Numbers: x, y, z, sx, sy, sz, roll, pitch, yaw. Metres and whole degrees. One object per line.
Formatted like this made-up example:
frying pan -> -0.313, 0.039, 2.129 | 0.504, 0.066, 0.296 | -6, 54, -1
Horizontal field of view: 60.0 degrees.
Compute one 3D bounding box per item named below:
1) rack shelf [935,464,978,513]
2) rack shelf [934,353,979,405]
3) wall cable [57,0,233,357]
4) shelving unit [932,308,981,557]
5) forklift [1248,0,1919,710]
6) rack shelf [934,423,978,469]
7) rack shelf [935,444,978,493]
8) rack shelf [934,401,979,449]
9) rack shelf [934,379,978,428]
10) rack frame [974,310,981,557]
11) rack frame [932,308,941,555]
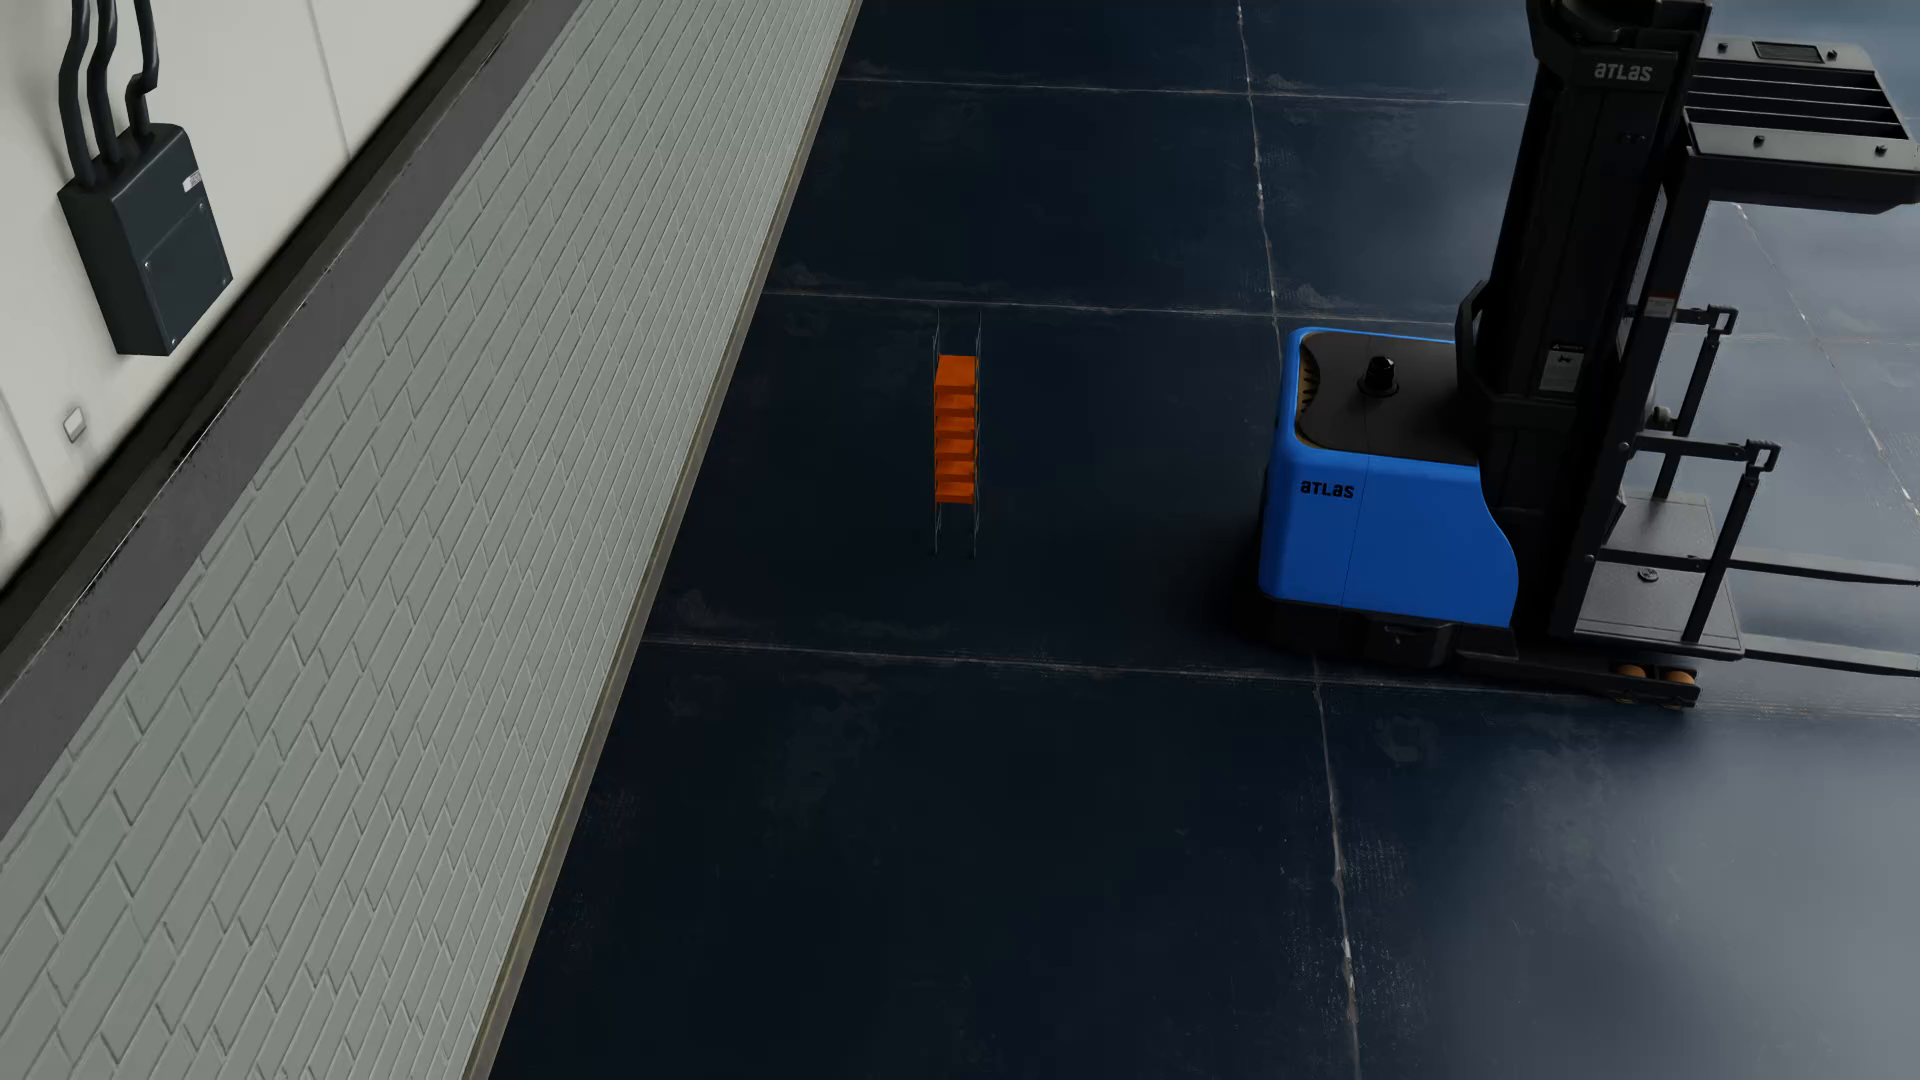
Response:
rack shelf -> -0.014, -0.246, 7.722 | 0.180, 0.103, 0.258 | 3, 39, 4
rack shelf -> -0.014, -0.711, 7.343 | 0.180, 0.103, 0.258 | 3, 39, 4
wall cable -> -1.506, -3.418, 2.297 | 0.169, 6.003, 2.305 | 3, 39, 4
shelving unit -> -0.014, -0.466, 7.543 | 0.189, 1.200, 0.258 | 3, 39, 4
forklift -> 2.844, -0.786, 6.565 | 3.031, 2.935, 1.130 | 7, 40, 9
rack shelf -> -0.014, -0.432, 7.571 | 0.180, 0.103, 0.258 | 3, 39, 4
rack shelf -> -0.014, -0.339, 7.646 | 0.180, 0.103, 0.258 | 3, 39, 4
rack shelf -> -0.014, -0.525, 7.495 | 0.180, 0.103, 0.258 | 3, 39, 4
rack shelf -> -0.014, -0.618, 7.419 | 0.180, 0.103, 0.258 | 3, 39, 4
rack frame -> 0.077, -0.461, 7.537 | 0.006, 1.200, 0.240 | 3, 39, 4
rack frame -> -0.106, -0.471, 7.549 | 0.006, 1.200, 0.240 | 3, 39, 4
